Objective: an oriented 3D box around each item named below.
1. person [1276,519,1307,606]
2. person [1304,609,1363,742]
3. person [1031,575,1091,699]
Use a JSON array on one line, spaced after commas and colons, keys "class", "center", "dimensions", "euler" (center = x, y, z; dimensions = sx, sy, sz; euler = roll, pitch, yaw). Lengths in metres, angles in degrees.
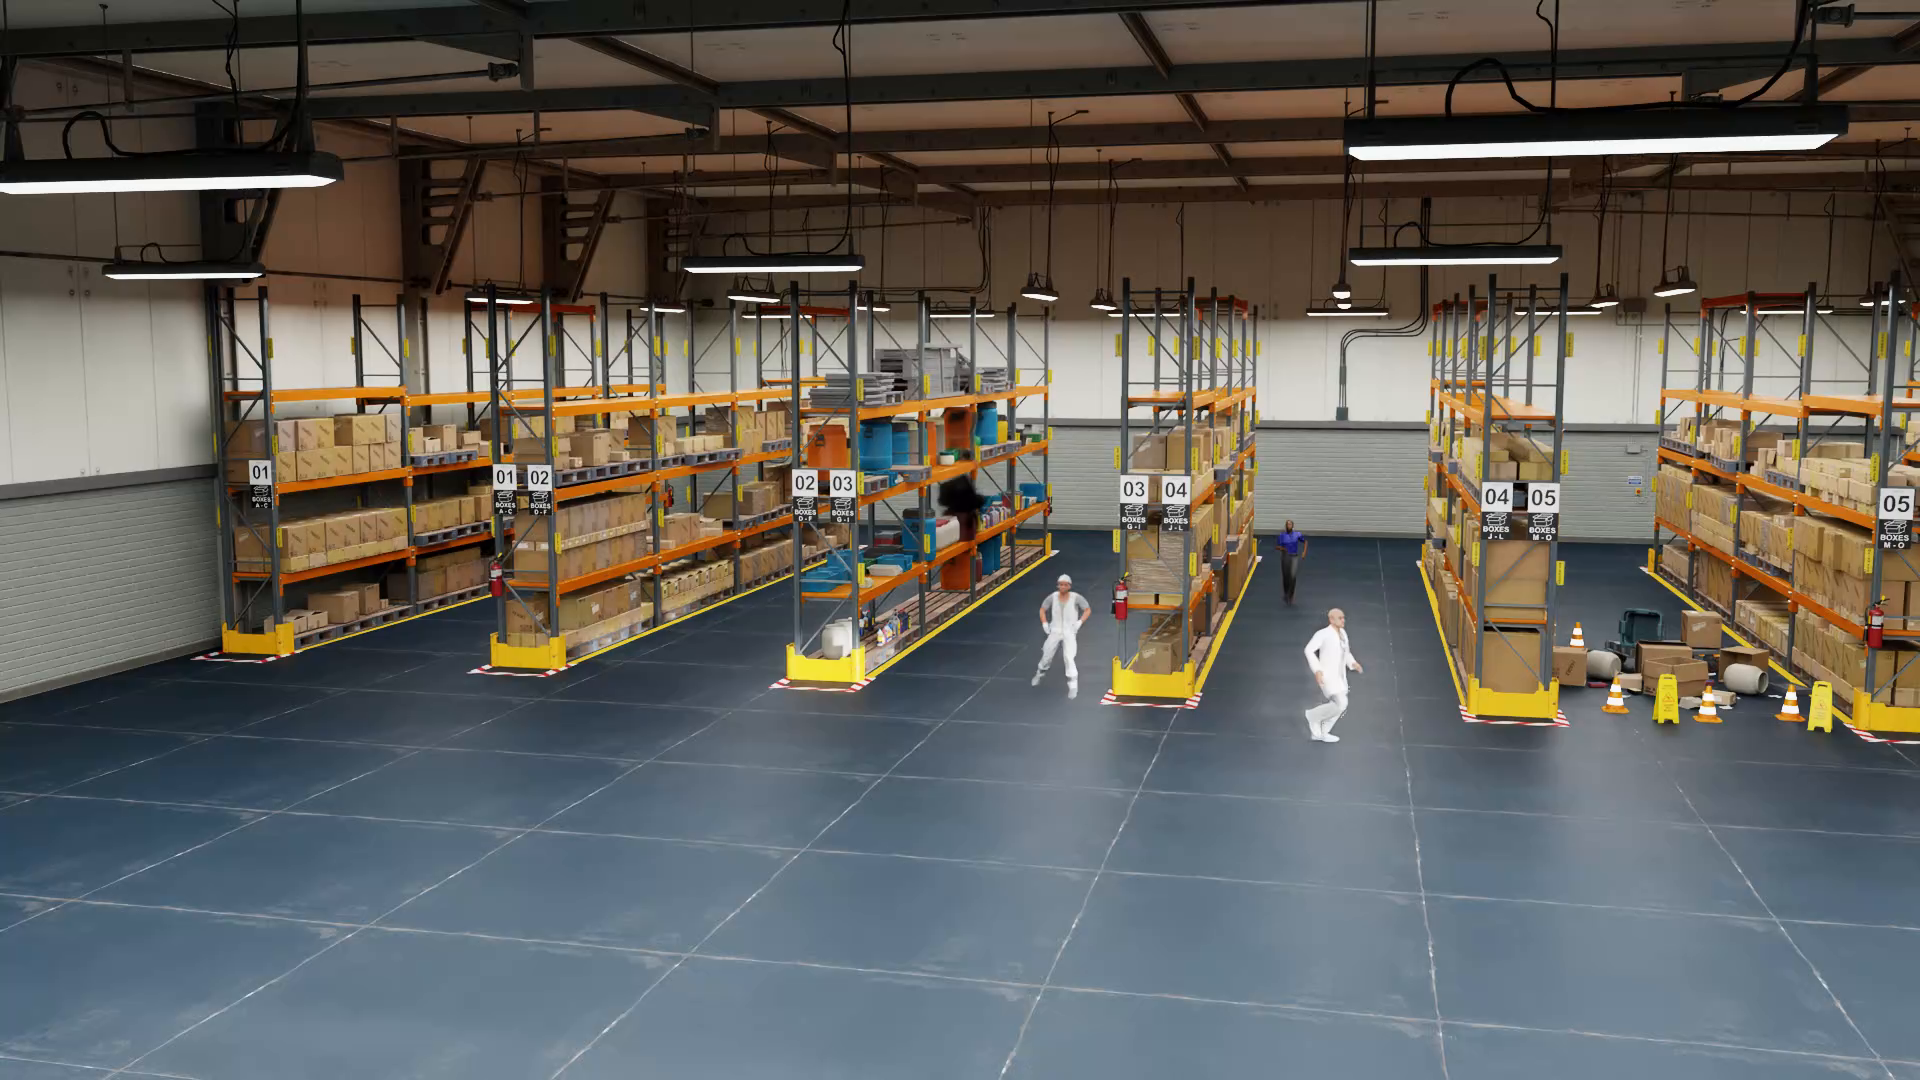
[{"class": "person", "center": [6.529, 0.436, 32.845], "dimensions": [0.582, 1.694, 0.765], "euler": [2, 7, 18]}, {"class": "person", "center": [4.747, 1.728, 21.066], "dimensions": [0.670, 1.720, 0.700], "euler": [7, 9, 45]}, {"class": "person", "center": [1.435, 1.373, 24.182], "dimensions": [0.864, 1.776, 0.760], "euler": [1, 7, 10]}]
